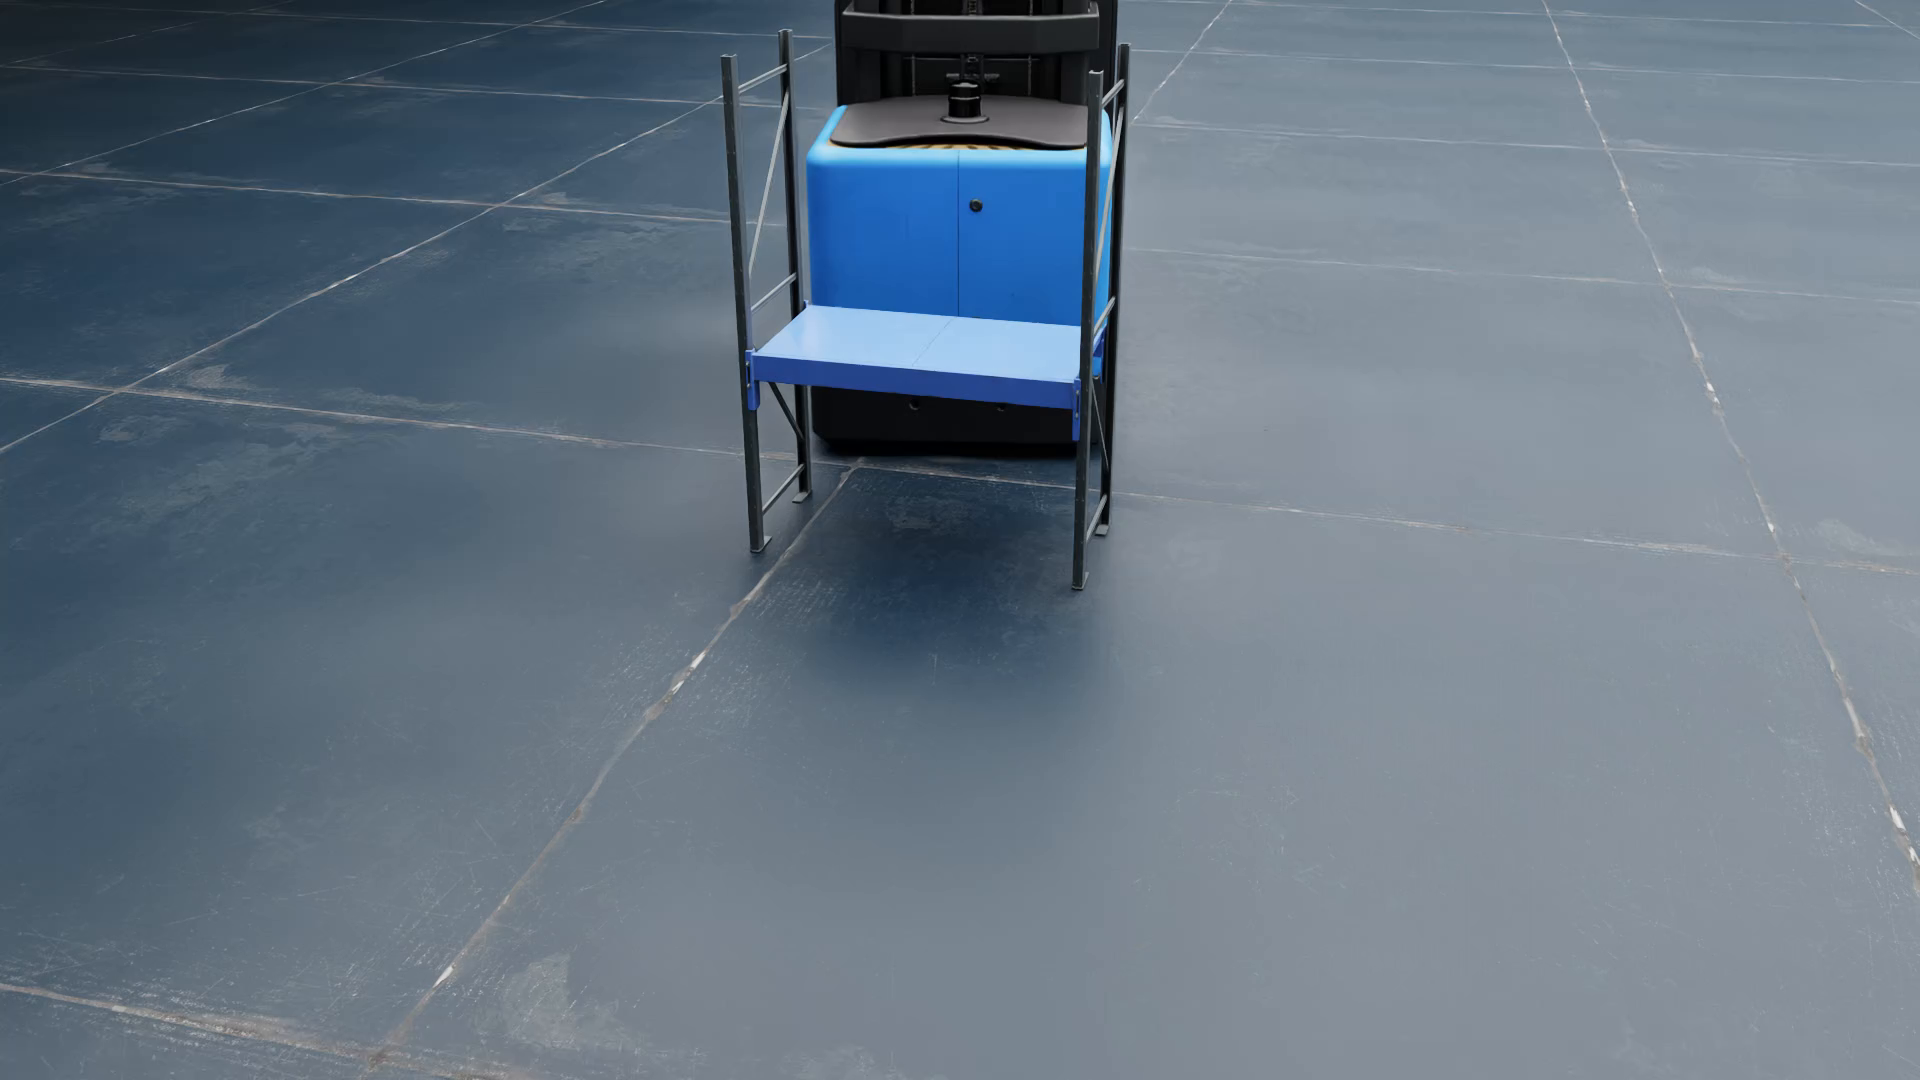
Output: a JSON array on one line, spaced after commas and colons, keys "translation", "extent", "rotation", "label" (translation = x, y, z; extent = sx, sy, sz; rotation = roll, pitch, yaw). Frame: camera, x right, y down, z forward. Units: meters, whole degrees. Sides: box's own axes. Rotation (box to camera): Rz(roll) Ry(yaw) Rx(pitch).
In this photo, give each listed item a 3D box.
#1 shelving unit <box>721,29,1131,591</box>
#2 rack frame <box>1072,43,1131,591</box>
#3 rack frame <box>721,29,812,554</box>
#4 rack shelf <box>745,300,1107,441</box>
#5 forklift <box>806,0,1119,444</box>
[{"translation": [-0.083, -0.686, 4.947], "extent": [1.048, 1.500, 0.538], "rotation": [6, 26, 13], "label": "shelving unit"}, {"translation": [0.410, -0.632, 4.832], "extent": [0.032, 1.500, 0.500], "rotation": [6, 26, 13], "label": "rack frame"}, {"translation": [-0.575, -0.741, 5.061], "extent": [0.032, 1.500, 0.500], "rotation": [6, 26, 13], "label": "rack frame"}, {"translation": [-0.083, -0.524, 5.024], "extent": [1.000, 0.185, 0.538], "rotation": [6, 26, 13], "label": "rack shelf"}, {"translation": [0.075, -2.249, 6.565], "extent": [1.130, 2.935, 3.031], "rotation": [1, 25, 3], "label": "forklift"}]
